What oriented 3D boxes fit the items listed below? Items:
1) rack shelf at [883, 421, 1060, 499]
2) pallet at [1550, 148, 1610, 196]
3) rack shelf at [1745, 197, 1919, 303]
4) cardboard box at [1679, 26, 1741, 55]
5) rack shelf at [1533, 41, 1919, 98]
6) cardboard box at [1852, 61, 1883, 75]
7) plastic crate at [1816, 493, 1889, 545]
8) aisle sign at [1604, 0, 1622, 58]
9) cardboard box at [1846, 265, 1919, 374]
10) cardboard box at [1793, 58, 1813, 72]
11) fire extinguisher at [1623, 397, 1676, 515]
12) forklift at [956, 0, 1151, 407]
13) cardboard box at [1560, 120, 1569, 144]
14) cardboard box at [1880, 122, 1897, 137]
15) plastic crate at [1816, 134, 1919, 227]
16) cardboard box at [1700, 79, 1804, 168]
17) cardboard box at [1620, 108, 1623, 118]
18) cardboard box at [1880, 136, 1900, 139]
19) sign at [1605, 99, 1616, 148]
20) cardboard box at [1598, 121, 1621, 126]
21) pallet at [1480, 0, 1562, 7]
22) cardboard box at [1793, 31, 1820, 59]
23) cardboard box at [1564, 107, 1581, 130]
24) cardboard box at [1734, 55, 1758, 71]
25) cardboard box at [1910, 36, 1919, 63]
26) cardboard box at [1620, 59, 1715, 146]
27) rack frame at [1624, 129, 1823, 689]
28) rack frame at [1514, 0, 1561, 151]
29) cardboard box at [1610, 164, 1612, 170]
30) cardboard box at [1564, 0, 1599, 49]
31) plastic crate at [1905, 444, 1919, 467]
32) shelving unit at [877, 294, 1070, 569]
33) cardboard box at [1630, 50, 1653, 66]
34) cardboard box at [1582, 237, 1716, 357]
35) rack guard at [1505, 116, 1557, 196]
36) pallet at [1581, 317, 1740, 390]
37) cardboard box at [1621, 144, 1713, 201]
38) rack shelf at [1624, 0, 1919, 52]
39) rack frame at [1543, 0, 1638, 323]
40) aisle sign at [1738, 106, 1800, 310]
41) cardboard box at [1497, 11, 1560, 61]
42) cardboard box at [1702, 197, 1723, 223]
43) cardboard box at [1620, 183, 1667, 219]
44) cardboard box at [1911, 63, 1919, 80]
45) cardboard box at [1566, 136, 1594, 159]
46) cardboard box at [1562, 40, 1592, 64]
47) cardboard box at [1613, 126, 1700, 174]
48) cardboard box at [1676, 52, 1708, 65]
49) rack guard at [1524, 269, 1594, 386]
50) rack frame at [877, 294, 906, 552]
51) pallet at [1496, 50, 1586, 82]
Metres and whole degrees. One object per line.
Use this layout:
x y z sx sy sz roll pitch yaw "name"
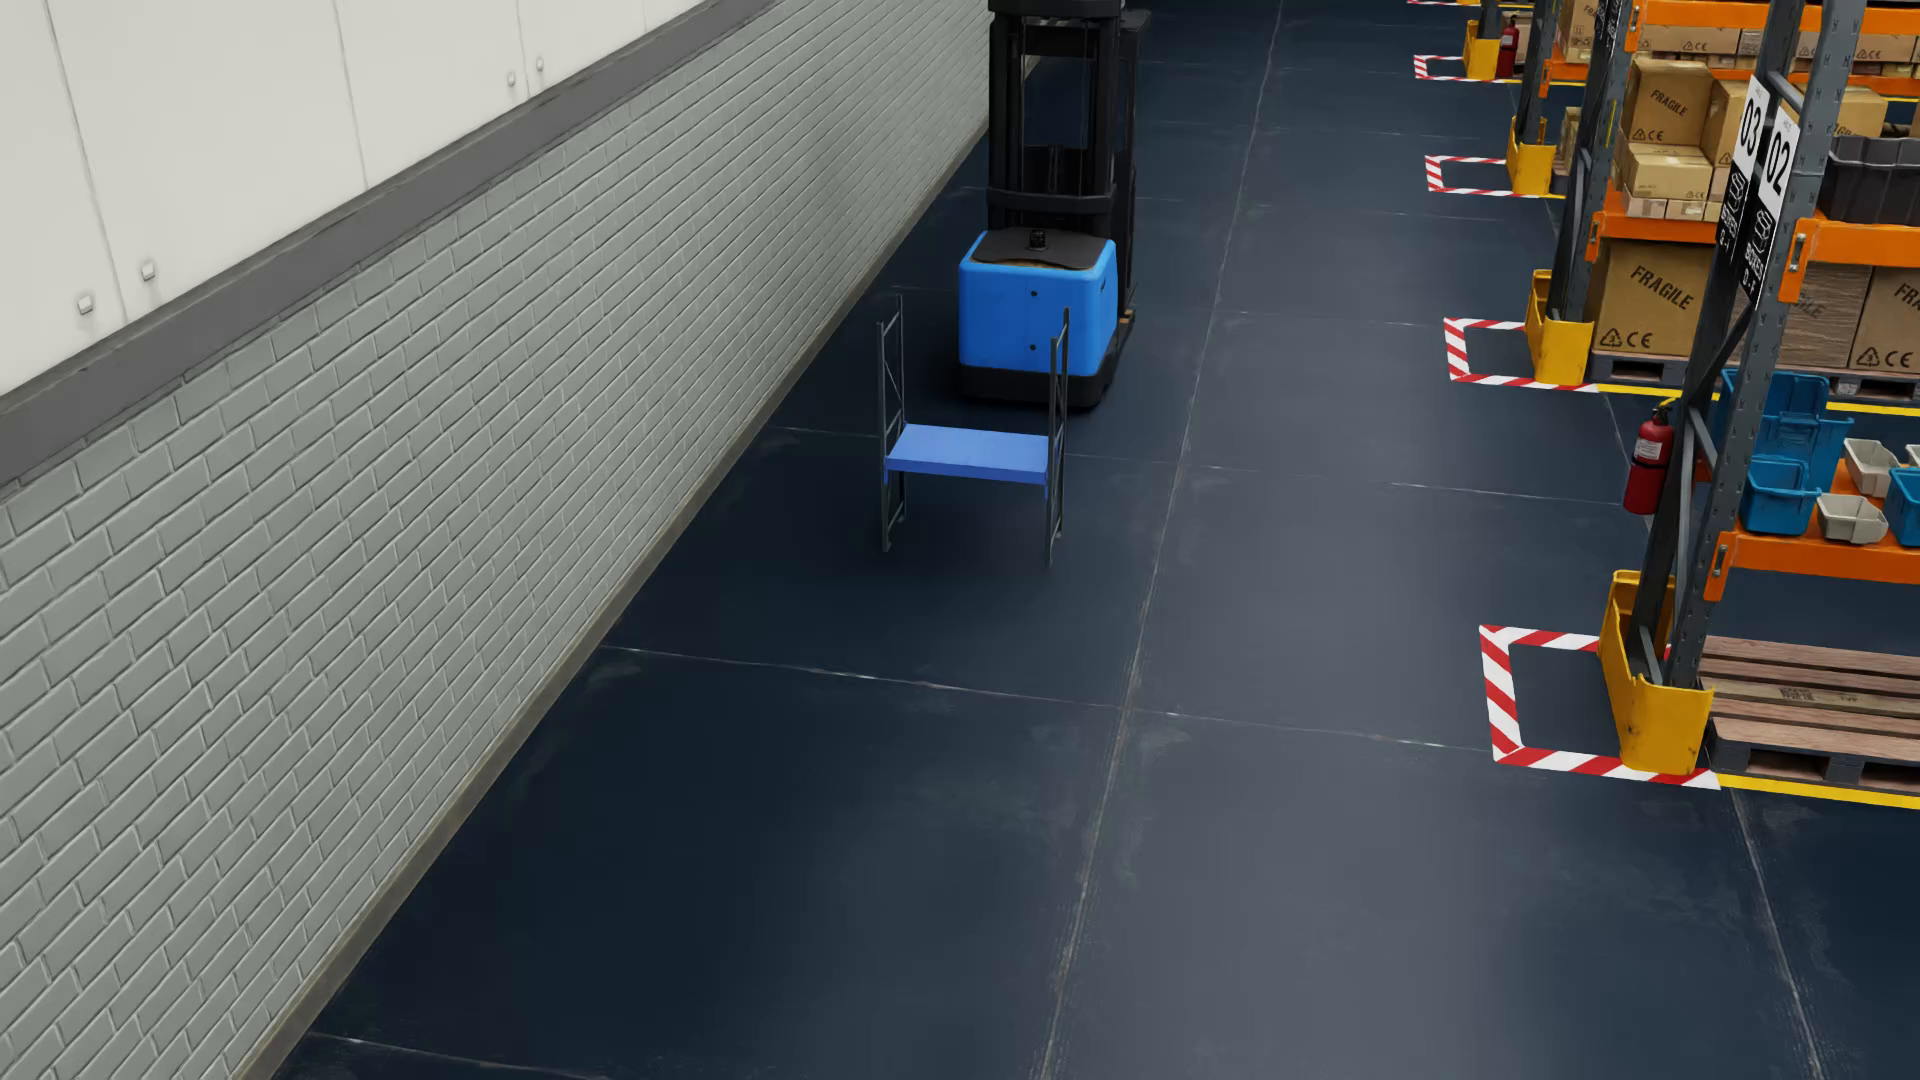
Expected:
0.083 -0.492 10.123 1.000 0.185 0.538 6 29 11 "rack shelf"
6.665 -3.748 17.038 1.213 0.211 1.003 6 29 11 "pallet"
5.590 -1.231 7.163 4.000 0.370 1.077 6 29 11 "rack shelf"
7.190 -4.980 15.970 0.500 0.500 0.500 6 29 11 "cardboard box"
7.759 -4.561 16.368 4.000 0.370 1.077 6 29 11 "rack shelf"
8.626 -4.572 15.901 0.250 0.149 0.380 5 29 9 "cardboard box"
4.104 -0.092 7.668 0.298 0.136 0.250 6 29 11 "plastic crate"
4.536 -3.764 11.457 0.004 0.787 0.394 6 29 11 "aisle sign"
7.072 -1.803 12.357 0.875 0.875 0.875 6 29 11 "cardboard box"
8.107 -4.615 15.980 0.250 0.149 0.380 5 29 10 "cardboard box"
3.582 -0.463 8.602 0.183 0.674 0.296 6 29 11 "fire extinguisher"
0.811 -2.936 12.723 1.130 2.935 3.031 6 29 12 "forklift"
6.379 -4.222 17.222 0.250 0.149 0.380 5 29 9 "cardboard box"
9.165 -4.058 16.612 0.250 0.149 0.380 7 30 13 "cardboard box"
3.953 -1.521 7.078 0.590 0.269 0.497 6 29 11 "plastic crate"
5.571 -2.926 11.699 0.500 0.500 0.500 5 29 9 "cardboard box"
6.888 -4.319 17.089 0.250 0.149 0.380 5 29 9 "cardboard box"
9.055 -3.791 16.125 0.250 0.149 0.380 6 29 11 "cardboard box"
4.547 -2.912 11.624 0.005 0.325 0.100 6 29 11 "sign"
6.540 -4.088 16.668 0.250 0.149 0.380 6 29 11 "cardboard box"
8.625 -8.433 25.596 1.213 0.211 1.003 6 29 11 "pallet"
8.189 -4.869 15.768 0.500 0.500 0.500 6 29 10 "cardboard box"
6.374 -4.337 17.123 0.250 0.149 0.380 6 29 11 "cardboard box"
7.588 -4.648 16.040 0.250 0.149 0.380 7 29 12 "cardboard box"
9.183 -4.766 15.580 0.500 0.500 0.500 6 29 11 "cardboard box"
5.200 -3.226 12.246 0.500 0.500 0.500 6 29 11 "cardboard box"
3.634 -0.432 8.077 0.127 3.000 1.000 6 29 11 "rack frame"
5.803 -5.077 16.562 0.127 3.000 1.000 6 29 11 "rack frame"
6.522 -3.820 16.797 0.250 0.149 0.380 6 29 10 "cardboard box"
6.185 -5.076 16.147 0.500 0.500 0.500 7 30 13 "cardboard box"
4.750 -0.310 8.066 0.243 0.136 0.396 6 29 11 "plastic crate"
0.083 -0.649 10.036 1.048 1.500 0.538 6 29 11 "shelving unit"
6.561 -4.722 16.175 0.250 0.149 0.380 5 29 9 "cardboard box"
5.311 -1.983 12.686 0.875 0.875 0.875 6 29 11 "cardboard box"
5.878 -3.973 17.148 0.348 0.500 1.175 6 29 11 "rack guard"
5.467 -1.491 12.916 1.213 0.211 1.003 6 29 11 "pallet"
5.082 -2.647 11.971 0.500 0.250 0.500 5 29 9 "cardboard box"
6.625 -3.557 11.412 4.000 0.370 1.077 6 29 11 "rack shelf"
4.669 -2.758 12.326 0.127 3.000 1.000 6 29 11 "rack frame"
3.502 -1.440 7.211 0.004 0.787 0.394 6 29 11 "aisle sign"
7.405 -6.453 21.306 0.875 0.438 0.875 5 29 9 "cardboard box"
5.449 -2.406 11.945 0.250 0.149 0.380 5 29 9 "cardboard box"
4.947 -2.457 12.038 0.250 0.149 0.380 6 29 11 "cardboard box"
9.112 -4.459 15.695 0.250 0.149 0.380 5 29 9 "cardboard box"
6.262 -3.968 16.758 0.250 0.149 0.380 7 29 13 "cardboard box"
6.052 -4.780 16.282 0.250 0.149 0.380 6 29 10 "cardboard box"
5.198 -2.898 12.429 0.500 0.250 0.500 5 29 10 "cardboard box"
7.103 -4.722 16.175 0.250 0.149 0.380 6 29 10 "cardboard box"
4.645 -1.664 12.930 0.348 0.500 1.175 6 29 11 "rack guard"
-0.414 -0.700 10.129 0.032 1.500 0.500 6 29 11 "rack frame"
7.537 -6.145 21.417 1.213 0.211 1.003 6 29 11 "pallet"
